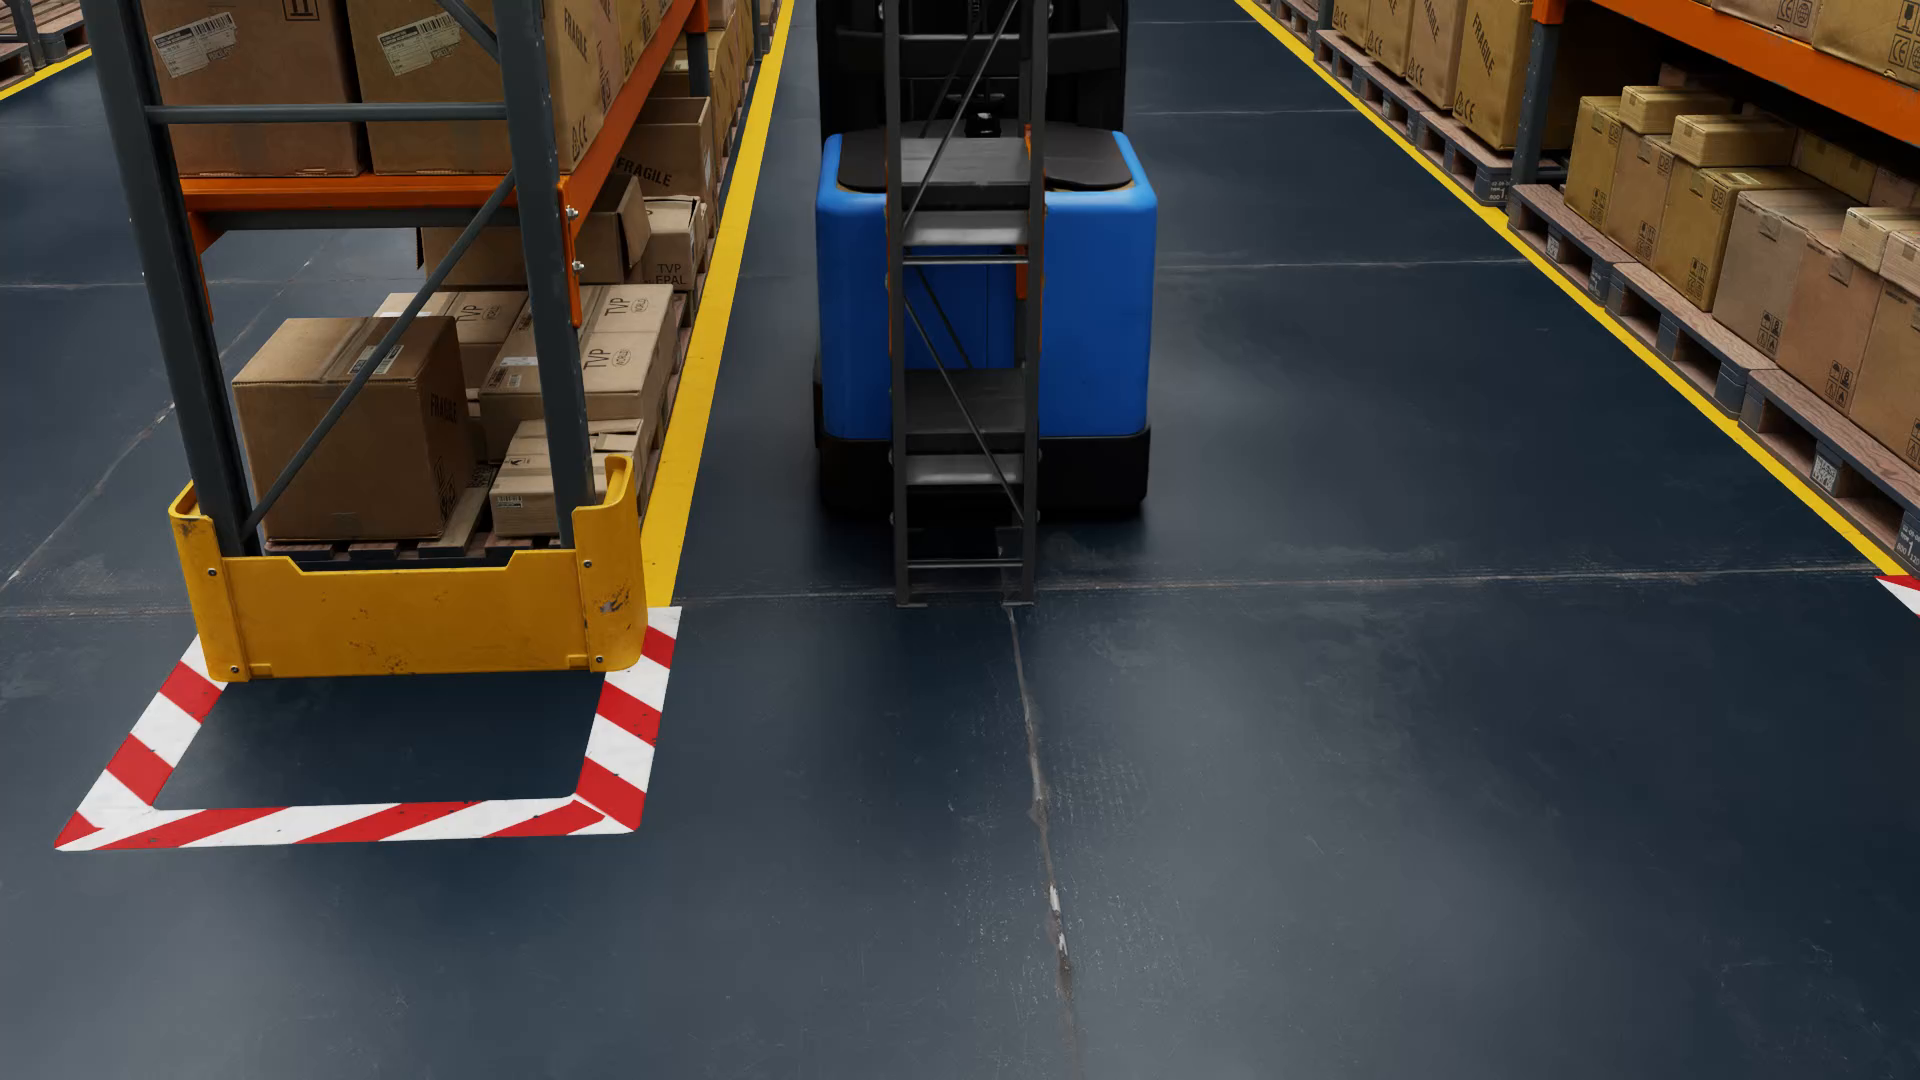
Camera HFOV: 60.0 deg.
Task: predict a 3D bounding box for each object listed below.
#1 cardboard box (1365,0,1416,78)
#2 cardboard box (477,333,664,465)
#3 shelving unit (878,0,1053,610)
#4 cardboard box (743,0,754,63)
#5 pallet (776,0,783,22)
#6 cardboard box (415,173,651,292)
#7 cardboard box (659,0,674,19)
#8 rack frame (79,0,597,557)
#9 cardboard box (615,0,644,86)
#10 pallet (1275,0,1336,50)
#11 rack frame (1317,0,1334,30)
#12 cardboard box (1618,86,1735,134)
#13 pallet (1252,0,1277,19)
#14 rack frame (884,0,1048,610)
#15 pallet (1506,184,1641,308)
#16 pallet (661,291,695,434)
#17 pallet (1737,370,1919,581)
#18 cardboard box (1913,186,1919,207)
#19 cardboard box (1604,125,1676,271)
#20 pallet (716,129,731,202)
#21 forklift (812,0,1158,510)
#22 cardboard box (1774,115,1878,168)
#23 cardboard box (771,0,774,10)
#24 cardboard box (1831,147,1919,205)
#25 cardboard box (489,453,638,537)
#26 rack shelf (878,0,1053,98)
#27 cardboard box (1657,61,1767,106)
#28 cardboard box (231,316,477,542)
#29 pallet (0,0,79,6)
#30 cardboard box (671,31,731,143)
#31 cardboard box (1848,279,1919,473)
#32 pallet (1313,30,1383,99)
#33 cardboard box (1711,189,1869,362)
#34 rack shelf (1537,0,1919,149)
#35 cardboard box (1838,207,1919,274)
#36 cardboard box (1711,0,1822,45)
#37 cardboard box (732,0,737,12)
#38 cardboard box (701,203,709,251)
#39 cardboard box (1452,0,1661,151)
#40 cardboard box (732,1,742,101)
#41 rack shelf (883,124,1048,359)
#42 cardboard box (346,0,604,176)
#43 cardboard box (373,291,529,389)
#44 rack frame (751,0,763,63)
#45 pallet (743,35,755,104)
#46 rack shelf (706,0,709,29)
[{"bbox_3d":[2.999,-3.302,10.208,0.750,0.750,0.750,-2,28,-3],"label":"cardboard box"},{"bbox_3d":[-1.248,-0.466,5.397,0.500,0.250,0.500,-1,28,-3],"label":"cardboard box"},{"bbox_3d":[0.007,-0.847,4.603,0.431,2.100,0.503,-1,28,-2],"label":"shelving unit"},{"bbox_3d":[-1.611,-3.356,10.668,0.500,0.500,0.500,0,28,-1],"label":"cardboard box"},{"bbox_3d":[-1.959,-4.402,13.462,1.003,0.211,1.213,-1,28,-3],"label":"pallet"},{"bbox_3d":[-1.582,-1.069,6.279,0.797,0.503,0.637,-1,28,-3],"label":"cardboard box"},{"bbox_3d":[-1.346,-2.192,6.102,0.500,0.500,0.500,-1,28,-1],"label":"cardboard box"},{"bbox_3d":[-1.477,-1.001,3.925,1.000,3.000,0.127,-1,28,-3],"label":"rack frame"},{"bbox_3d":[-1.292,-1.726,5.208,0.500,0.500,0.500,-1,28,-3],"label":"cardboard box"},{"bbox_3d":[3.013,-3.941,12.578,1.003,0.211,1.213,-1,28,-3],"label":"pallet"},{"bbox_3d":[3.052,-4.817,11.241,1.000,3.000,0.127,-1,28,-3],"label":"rack frame"},{"bbox_3d":[3.034,-1.824,7.052,0.380,0.149,0.250,0,28,-1],"label":"cardboard box"},{"bbox_3d":[2.952,-4.503,13.656,1.003,0.211,1.213,-1,28,-3],"label":"pallet"},{"bbox_3d":[0.015,-0.734,4.386,0.400,2.100,0.015,-1,28,-2],"label":"rack frame"},{"bbox_3d":[3.223,-1.380,7.667,1.003,0.211,1.213,-1,28,-3],"label":"pallet"},{"bbox_3d":[-1.584,-0.730,6.421,1.003,0.211,1.213,-1,28,-3],"label":"pallet"},{"bbox_3d":[3.350,-0.253,5.507,1.003,0.211,1.213,-1,28,-3],"label":"pallet"},{"bbox_3d":[3.500,-1.105,5.673,0.380,0.149,0.250,-1,28,-2],"label":"cardboard box"},{"bbox_3d":[3.221,-1.467,7.069,0.700,0.500,0.500,-2,28,-3],"label":"cardboard box"},{"bbox_3d":[-1.766,-1.986,8.830,1.003,0.211,1.213,-1,28,-3],"label":"pallet"},{"bbox_3d":[0.033,-2.036,5.985,1.130,2.935,3.031,-1,28,-2],"label":"forklift"},{"bbox_3d":[3.445,-1.577,6.578,0.380,0.149,0.250,-1,28,-2],"label":"cardboard box"},{"bbox_3d":[-1.655,-4.143,12.470,0.500,0.250,0.500,-2,28,-4],"label":"cardboard box"},{"bbox_3d":[3.472,-1.341,6.125,0.380,0.149,0.250,-1,28,-2],"label":"cardboard box"},{"bbox_3d":[-1.155,-0.133,4.869,0.380,0.149,0.250,-1,28,-3],"label":"cardboard box"},{"bbox_3d":[0.007,-1.455,4.285,0.431,0.518,0.480,-1,28,-2],"label":"rack shelf"},{"bbox_3d":[3.389,-2.059,7.501,0.380,0.149,0.250,-2,28,-3],"label":"cardboard box"},{"bbox_3d":[-1.751,-0.333,4.871,0.500,0.500,0.500,-1,28,-3],"label":"cardboard box"},{"bbox_3d":[-6.903,-4.262,13.193,1.003,0.211,1.213,-1,28,-3],"label":"pallet"},{"bbox_3d":[-1.506,-2.410,8.855,0.500,0.500,0.500,-1,28,-2],"label":"cardboard box"},{"bbox_3d":[3.334,-0.521,5.254,0.700,0.500,0.500,-1,28,-3],"label":"cardboard box"},{"bbox_3d":[3.018,-3.214,11.185,1.003,0.211,1.213,-1,28,-3],"label":"pallet"},{"bbox_3d":[3.281,-0.984,6.142,0.700,0.500,0.500,-2,28,-4],"label":"cardboard box"},{"bbox_3d":[3.366,-1.727,6.095,1.077,0.370,4.000,-1,28,-3],"label":"rack shelf"},{"bbox_3d":[3.131,-0.981,5.435,0.380,0.149,0.250,-1,28,-1],"label":"cardboard box"},{"bbox_3d":[3.354,-2.178,5.859,0.980,0.700,0.700,-3,28,-5],"label":"cardboard box"},{"bbox_3d":[-1.546,-3.190,9.539,0.500,0.250,0.500,-2,28,-4],"label":"cardboard box"},{"bbox_3d":[-1.293,-1.351,7.204,0.380,0.149,0.250,-1,28,-3],"label":"cardboard box"},{"bbox_3d":[3.098,-2.499,8.669,0.750,0.750,0.750,-1,28,-2],"label":"cardboard box"},{"bbox_3d":[-1.551,-2.875,9.745,0.500,0.500,0.500,-2,28,-5],"label":"cardboard box"},{"bbox_3d":[0.007,-0.835,4.609,0.431,0.518,0.480,-1,28,-2],"label":"rack shelf"},{"bbox_3d":[-1.236,-1.256,4.307,0.500,0.500,0.500,-1,28,-2],"label":"cardboard box"},{"bbox_3d":[-1.771,-0.661,5.772,0.500,0.250,0.500,-1,28,-3],"label":"cardboard box"},{"bbox_3d":[-1.894,-4.695,11.009,1.000,3.000,0.127,-1,28,-3],"label":"rack frame"},{"bbox_3d":[-1.893,-3.113,10.991,1.003,0.211,1.213,-1,28,-3],"label":"pallet"},{"bbox_3d":[-1.790,-3.453,9.404,1.077,0.370,4.000,-1,28,-3],"label":"rack shelf"}]
